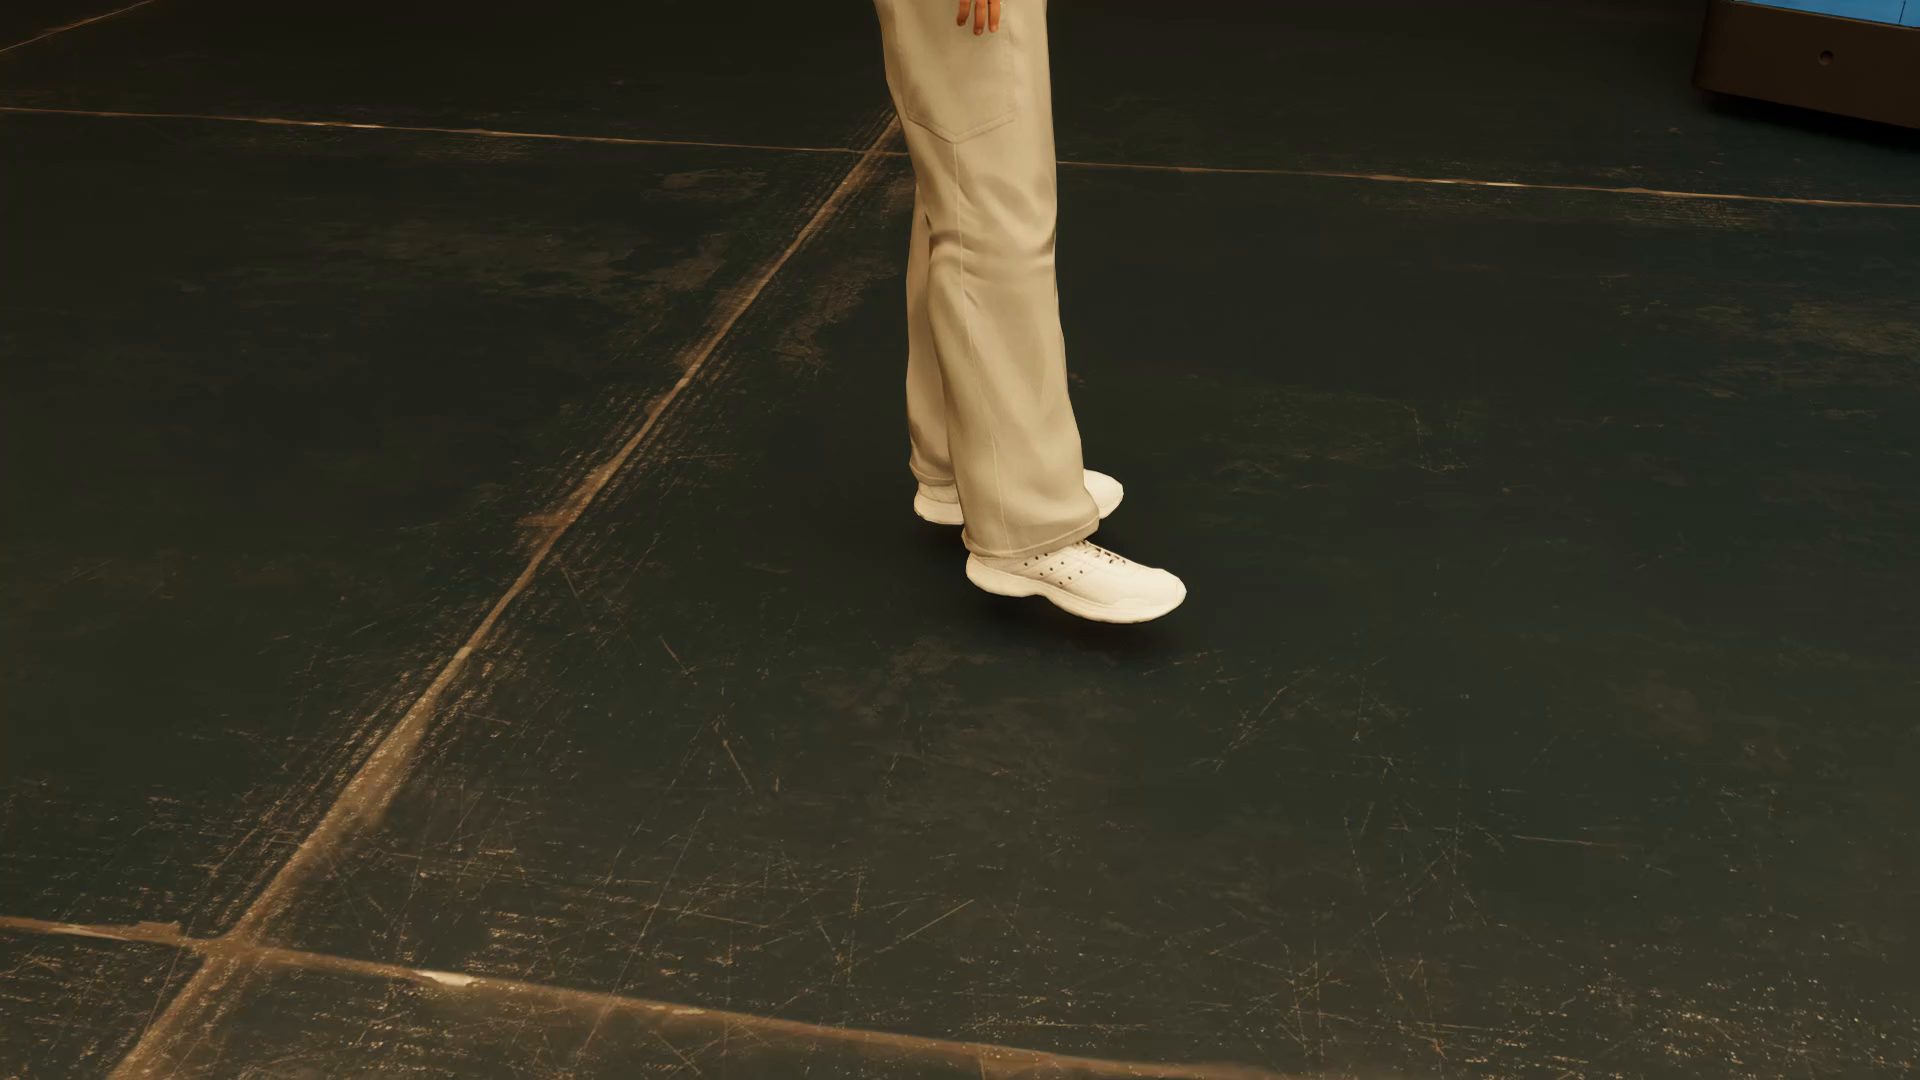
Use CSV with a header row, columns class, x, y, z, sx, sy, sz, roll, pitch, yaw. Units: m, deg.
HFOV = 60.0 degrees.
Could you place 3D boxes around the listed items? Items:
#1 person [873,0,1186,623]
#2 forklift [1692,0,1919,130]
class,x,y,z,sx,sy,sz,roll,pitch,yaw
person,0.070,-0.762,2.047,0.549,1.675,0.549,5,29,9
forklift,3.469,-2.805,4.536,3.031,2.935,1.130,-24,37,-37
